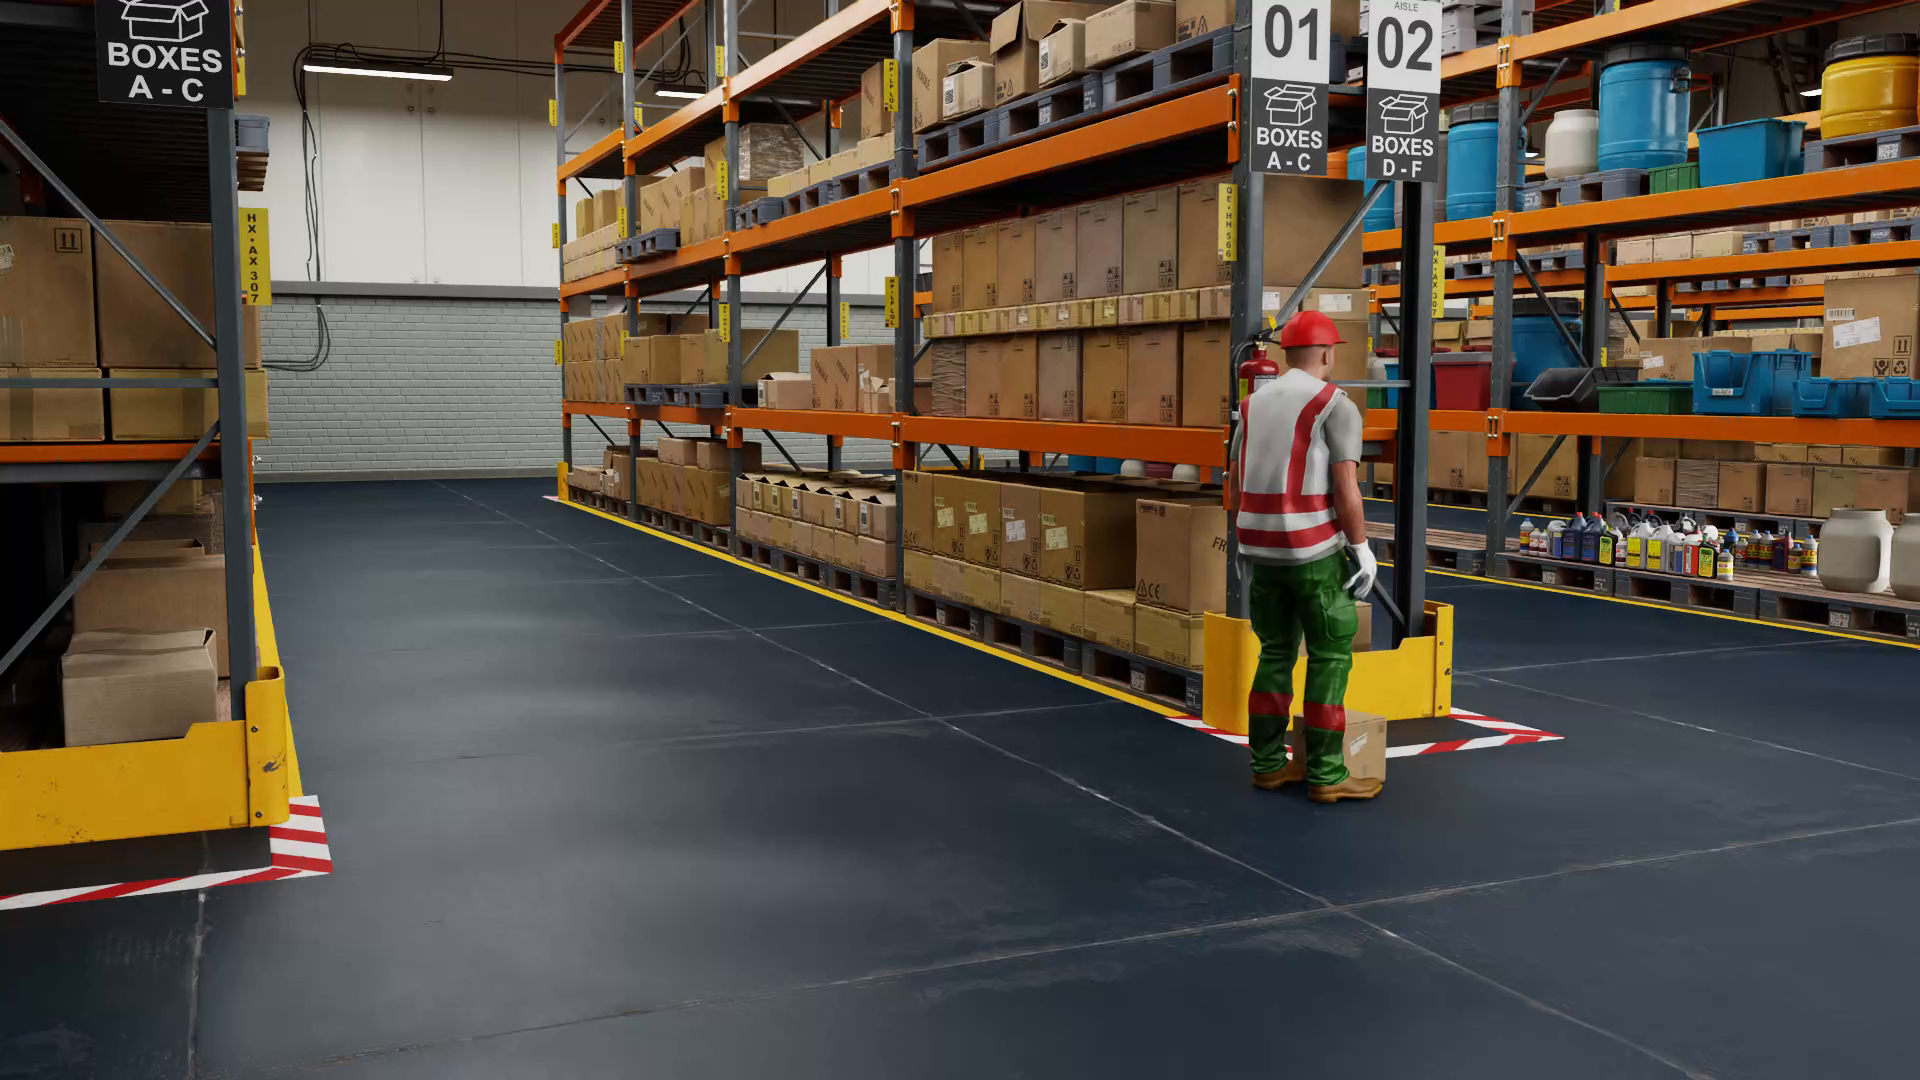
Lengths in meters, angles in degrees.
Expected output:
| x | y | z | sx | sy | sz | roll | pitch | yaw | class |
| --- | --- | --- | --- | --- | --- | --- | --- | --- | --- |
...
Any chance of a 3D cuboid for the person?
| x | y | z | sx | sy | sz | roll | pitch | yaw | class |
| --- | --- | --- | --- | --- | --- | --- | --- | --- | --- |
| 1.261 | 0.046 | 6.134 | 0.452 | 1.778 | 0.614 | -4 | 7 | -39 | person |
